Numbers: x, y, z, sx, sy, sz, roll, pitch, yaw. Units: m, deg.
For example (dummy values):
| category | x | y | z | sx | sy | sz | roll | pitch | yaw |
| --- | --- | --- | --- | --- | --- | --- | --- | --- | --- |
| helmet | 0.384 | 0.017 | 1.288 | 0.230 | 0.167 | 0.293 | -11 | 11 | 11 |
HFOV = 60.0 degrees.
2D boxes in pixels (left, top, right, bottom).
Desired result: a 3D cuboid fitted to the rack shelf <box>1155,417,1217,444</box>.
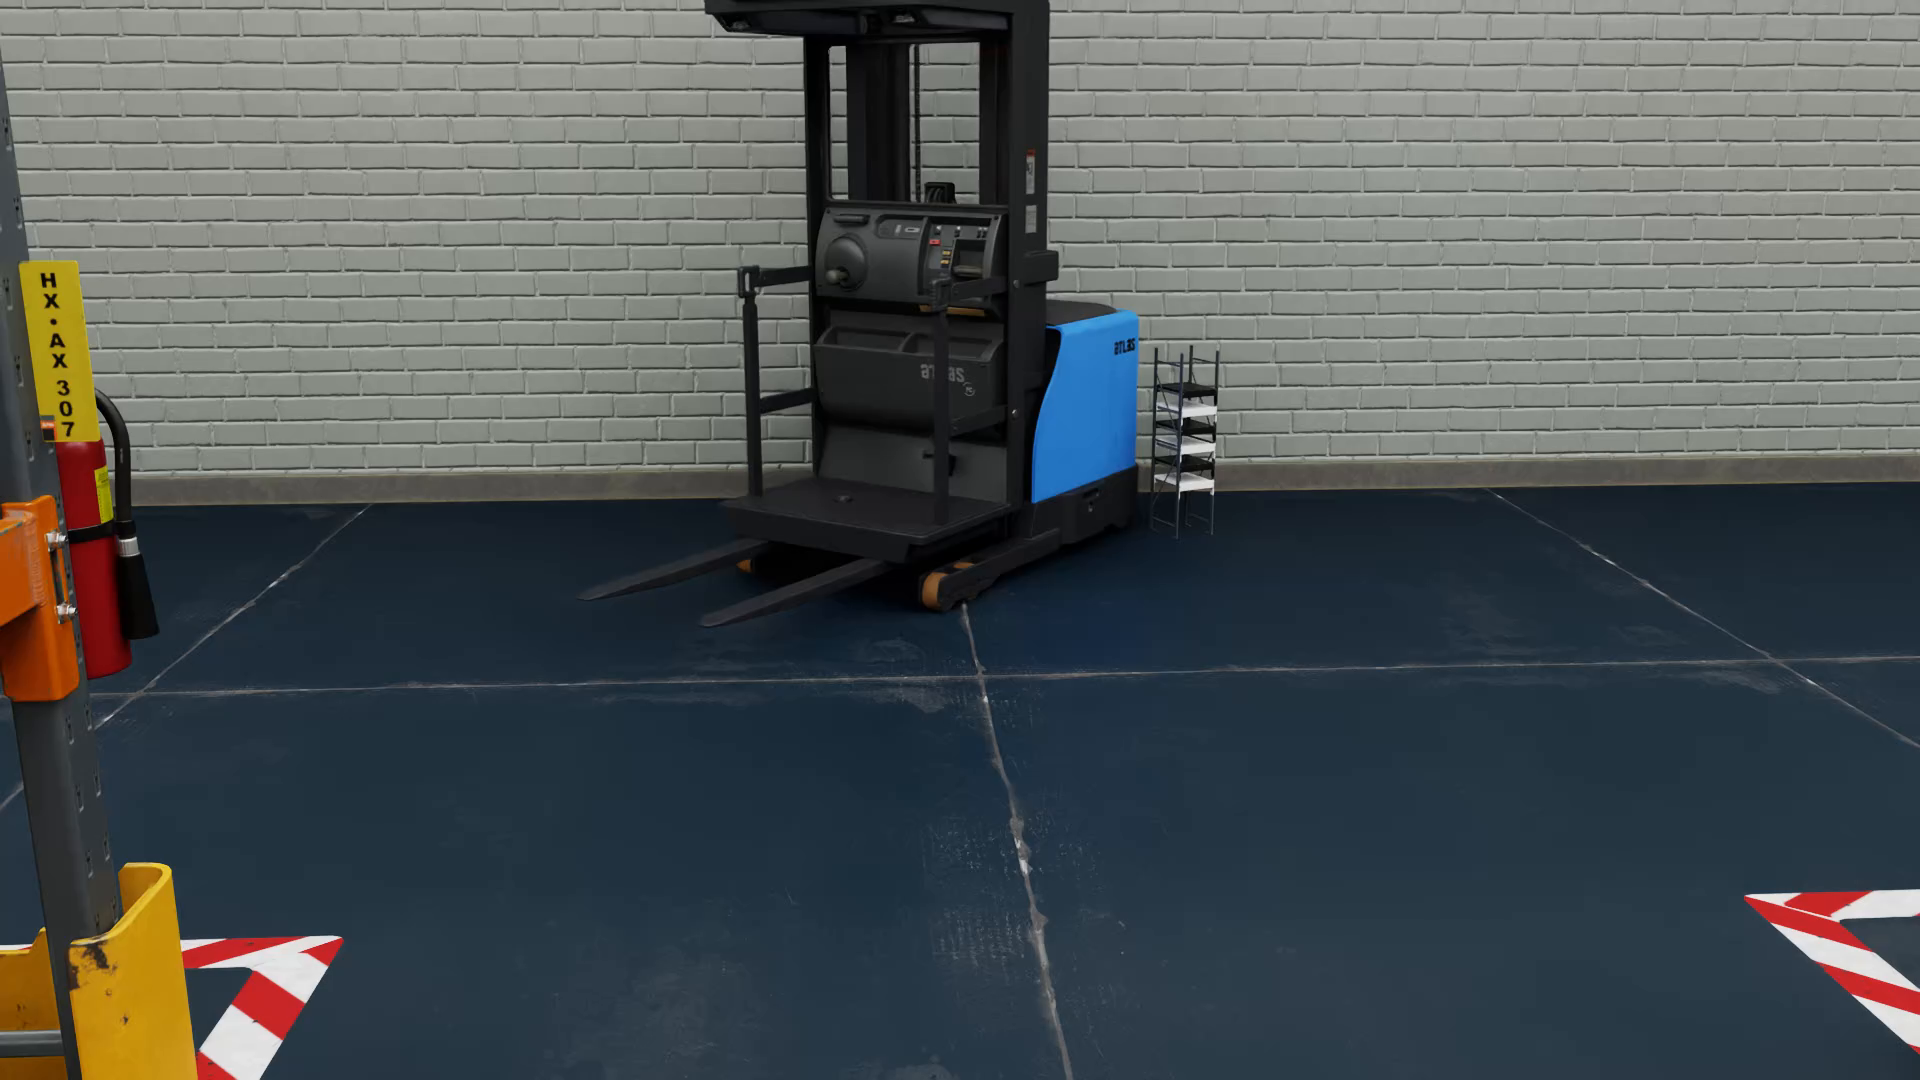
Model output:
| category | x | y | z | sx | sy | sz | roll | pitch | yaw |
| --- | --- | --- | --- | --- | --- | --- | --- | --- | --- |
| rack shelf | 1.087 | -0.532 | 8.062 | 0.200 | 0.077 | 0.258 | -7 | 16 | -26 |

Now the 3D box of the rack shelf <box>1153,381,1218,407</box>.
| category | x | y | z | sx | sy | sz | roll | pitch | yaw |
| --- | --- | --- | --- | --- | --- | --- | --- | --- | --- |
| rack shelf | 1.087 | -0.707 | 8.018 | 0.200 | 0.077 | 0.258 | -7 | 16 | -26 |

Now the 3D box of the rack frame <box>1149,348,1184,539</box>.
| category | x | y | z | sx | sy | sz | roll | pitch | yaw |
| --- | --- | --- | --- | --- | --- | --- | --- | --- | --- |
| rack frame | 0.996 | -0.466 | 8.032 | 0.006 | 0.900 | 0.240 | -7 | 16 | -26 |

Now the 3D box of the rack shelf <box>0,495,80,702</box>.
| category | x | y | z | sx | sy | sz | roll | pitch | yaw |
| --- | --- | --- | --- | --- | --- | --- | --- | --- | --- |
| rack shelf | -2.042 | 0.600 | 1.118 | 1.077 | 0.370 | 4.000 | -1 | 14 | -3 |

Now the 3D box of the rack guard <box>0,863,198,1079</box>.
| category | x | y | z | sx | sy | sz | roll | pitch | yaw |
| --- | --- | --- | --- | --- | --- | --- | --- | --- | --- |
| rack guard | -2.181 | 0.959 | 3.296 | 1.175 | 0.500 | 0.348 | -1 | 14 | -3 |

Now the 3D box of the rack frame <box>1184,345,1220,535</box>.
| category | x | y | z | sx | sy | sz | roll | pitch | yaw |
| --- | --- | --- | --- | --- | --- | --- | --- | --- | --- |
| rack frame | 1.178 | -0.489 | 8.121 | 0.006 | 0.900 | 0.240 | -7 | 16 | -26 |

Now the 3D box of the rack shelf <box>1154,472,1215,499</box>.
| category | x | y | z | sx | sy | sz | roll | pitch | yaw |
| --- | --- | --- | --- | --- | --- | --- | --- | --- | --- |
| rack shelf | 1.087 | -0.271 | 8.130 | 0.200 | 0.077 | 0.258 | -7 | 16 | -26 |

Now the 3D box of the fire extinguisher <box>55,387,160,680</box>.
| category | x | y | z | sx | sy | sz | roll | pitch | yaw |
| --- | --- | --- | --- | --- | --- | --- | --- | --- | --- |
| fire extinguisher | -1.722 | -0.072 | 3.191 | 0.296 | 0.674 | 0.183 | -1 | 14 | -3 |

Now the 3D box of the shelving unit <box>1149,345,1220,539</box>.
| category | x | y | z | sx | sy | sz | roll | pitch | yaw |
| --- | --- | --- | --- | --- | --- | --- | --- | --- | --- |
| shelving unit | 1.087 | -0.478 | 8.077 | 0.210 | 0.900 | 0.258 | -7 | 16 | -26 |

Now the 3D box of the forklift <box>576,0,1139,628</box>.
| category | x | y | z | sx | sy | sz | roll | pitch | yaw |
| --- | --- | --- | --- | --- | --- | --- | --- | --- | --- |
| forklift | -0.345 | -1.256 | 7.026 | 1.130 | 2.935 | 3.031 | 9 | 17 | 32 |

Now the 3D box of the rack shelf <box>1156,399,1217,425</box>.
| category | x | y | z | sx | sy | sz | roll | pitch | yaw |
| --- | --- | --- | --- | --- | --- | --- | --- | --- | --- |
| rack shelf | 1.087 | -0.620 | 8.040 | 0.200 | 0.077 | 0.258 | -7 | 16 | -26 |

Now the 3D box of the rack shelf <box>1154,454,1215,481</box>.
| category | x | y | z | sx | sy | sz | roll | pitch | yaw |
| --- | --- | --- | --- | --- | --- | --- | --- | --- | --- |
| rack shelf | 1.087 | -0.358 | 8.107 | 0.200 | 0.077 | 0.258 | -7 | 16 | -26 |

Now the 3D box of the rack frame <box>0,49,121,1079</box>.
| category | x | y | z | sx | sy | sz | roll | pitch | yaw |
| --- | --- | --- | --- | --- | --- | --- | --- | --- | --- |
| rack frame | -2.163 | -0.246 | 2.962 | 0.949 | 2.616 | 0.053 | -1 | 14 | -3 |

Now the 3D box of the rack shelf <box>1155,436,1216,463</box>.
| category | x | y | z | sx | sy | sz | roll | pitch | yaw |
| --- | --- | --- | --- | --- | --- | --- | --- | --- | --- |
| rack shelf | 1.087 | -0.445 | 8.085 | 0.200 | 0.077 | 0.258 | -7 | 16 | -26 |

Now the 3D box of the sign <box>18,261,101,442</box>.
| category | x | y | z | sx | sy | sz | roll | pitch | yaw |
| --- | --- | --- | --- | --- | --- | --- | --- | --- | --- |
| sign | -1.618 | -0.337 | 2.990 | 0.100 | 0.325 | 0.005 | -1 | 14 | -3 |
